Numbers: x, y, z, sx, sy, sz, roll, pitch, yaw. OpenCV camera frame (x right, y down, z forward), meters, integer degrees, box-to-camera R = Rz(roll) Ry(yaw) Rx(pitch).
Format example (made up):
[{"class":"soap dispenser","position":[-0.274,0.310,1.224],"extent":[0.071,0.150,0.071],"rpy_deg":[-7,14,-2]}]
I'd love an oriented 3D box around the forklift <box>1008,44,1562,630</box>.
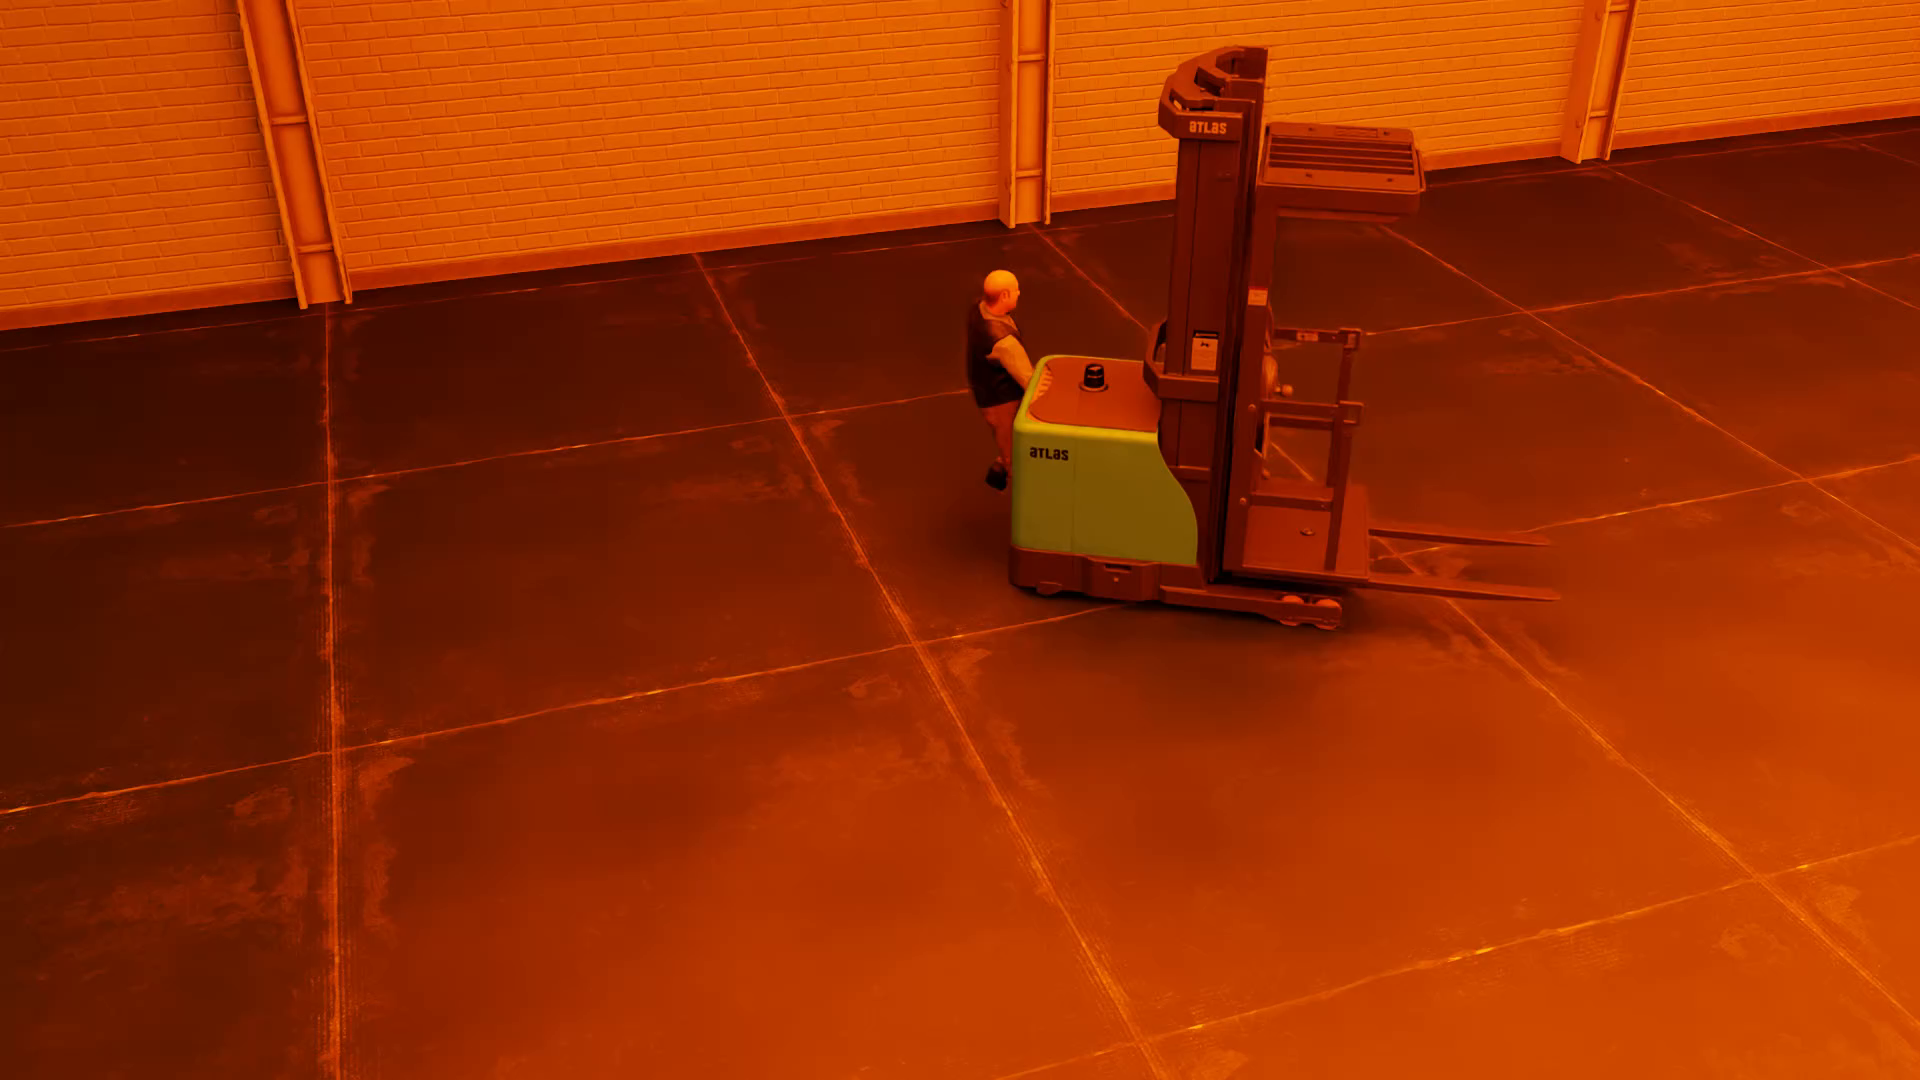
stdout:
[{"class":"forklift","position":[1.843,-1.065,8.938],"extent":[3.031,2.935,1.130],"rpy_deg":[6,30,10]}]

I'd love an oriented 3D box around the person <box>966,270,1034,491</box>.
[{"class":"person","position":[0.417,-0.857,9.896],"extent":[0.736,1.596,0.753],"rpy_deg":[-4,30,-8]}]
